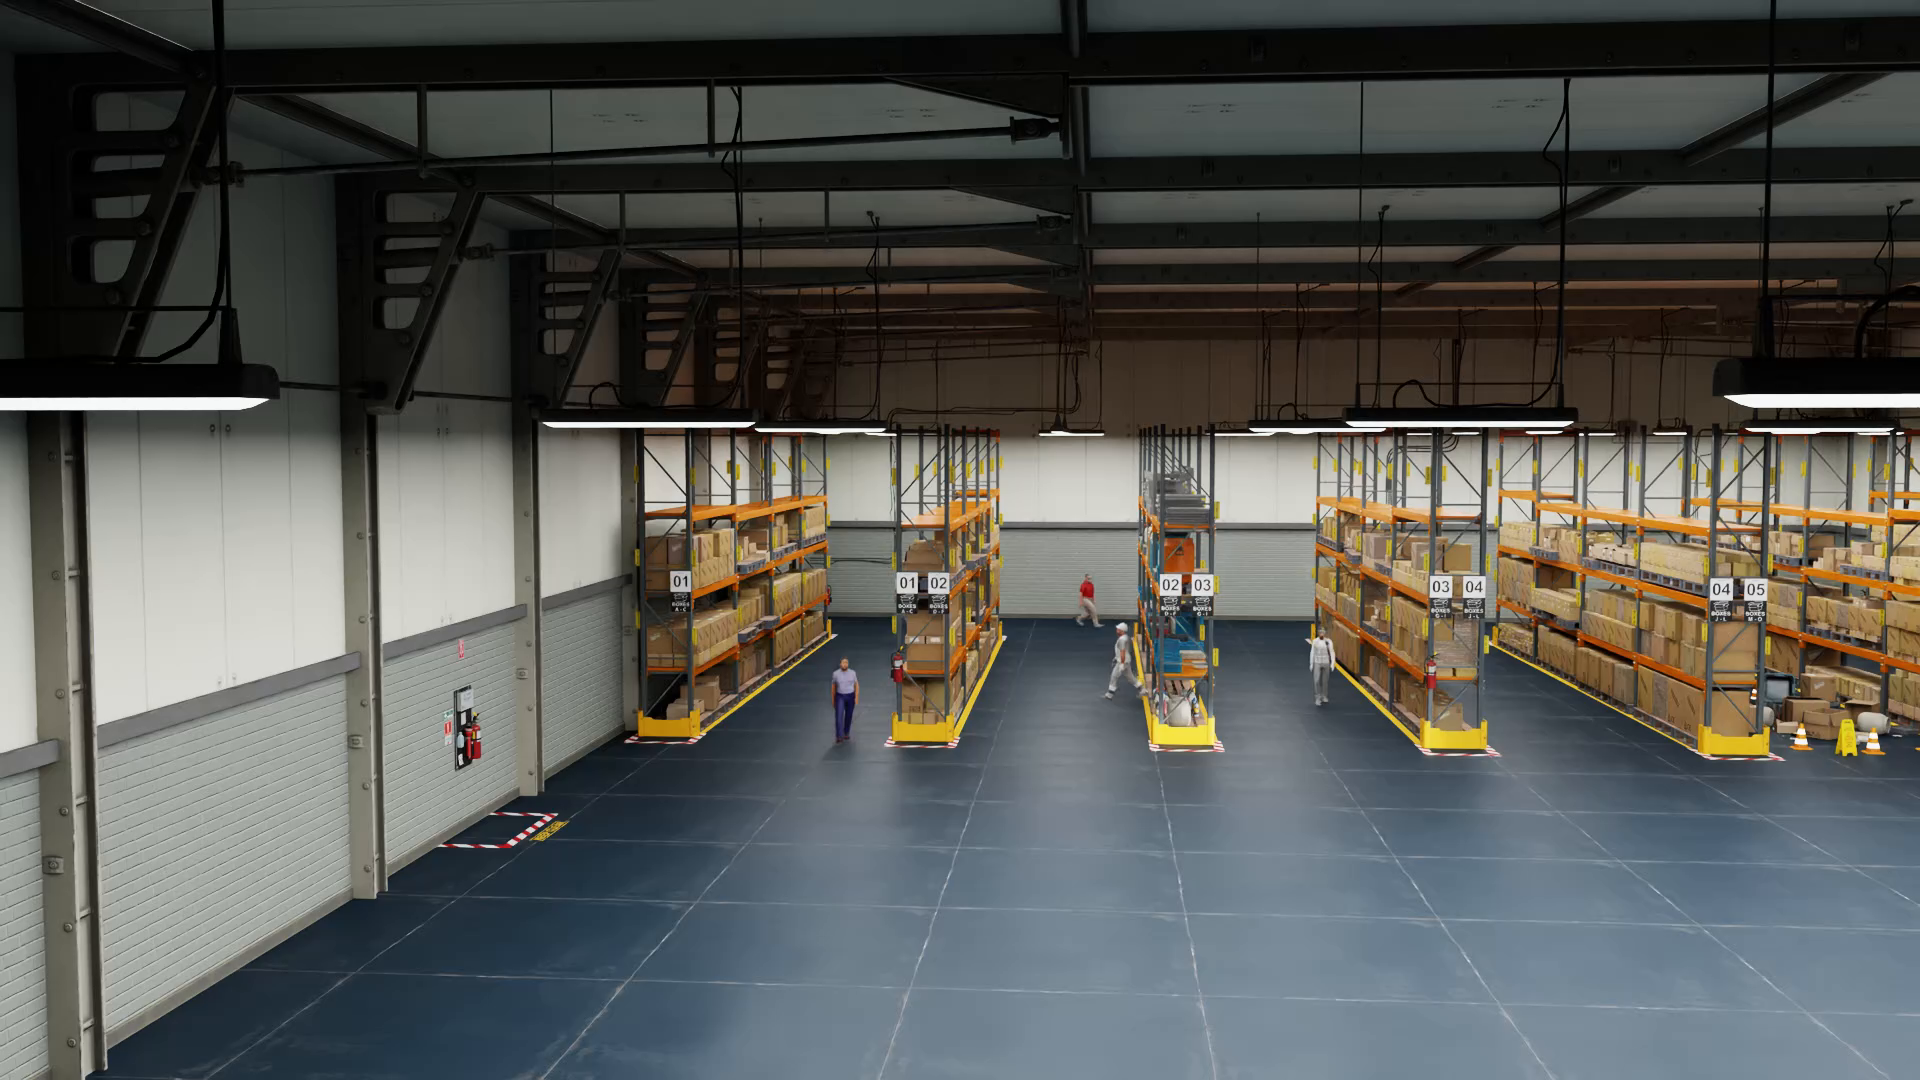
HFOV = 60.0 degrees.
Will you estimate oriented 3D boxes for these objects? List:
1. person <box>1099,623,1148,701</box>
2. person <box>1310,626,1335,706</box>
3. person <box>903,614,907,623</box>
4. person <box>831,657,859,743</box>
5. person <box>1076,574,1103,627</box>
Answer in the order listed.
[{"bbox_3d":[3.562,2.660,36.186,1.085,1.733,0.537,0,3,5],"label":"person"},{"bbox_3d":[7.836,2.712,35.943,0.539,1.698,0.599,1,4,16],"label":"person"},{"bbox_3d":[-1.517,1.777,50.881,0.701,1.666,0.450,3,5,42],"label":"person"},{"bbox_3d":[-2.166,3.002,31.245,0.556,1.599,0.986,-1,4,-20],"label":"person"},{"bbox_3d":[3.925,1.842,50.588,1.079,1.623,0.525,3,4,36],"label":"person"}]
